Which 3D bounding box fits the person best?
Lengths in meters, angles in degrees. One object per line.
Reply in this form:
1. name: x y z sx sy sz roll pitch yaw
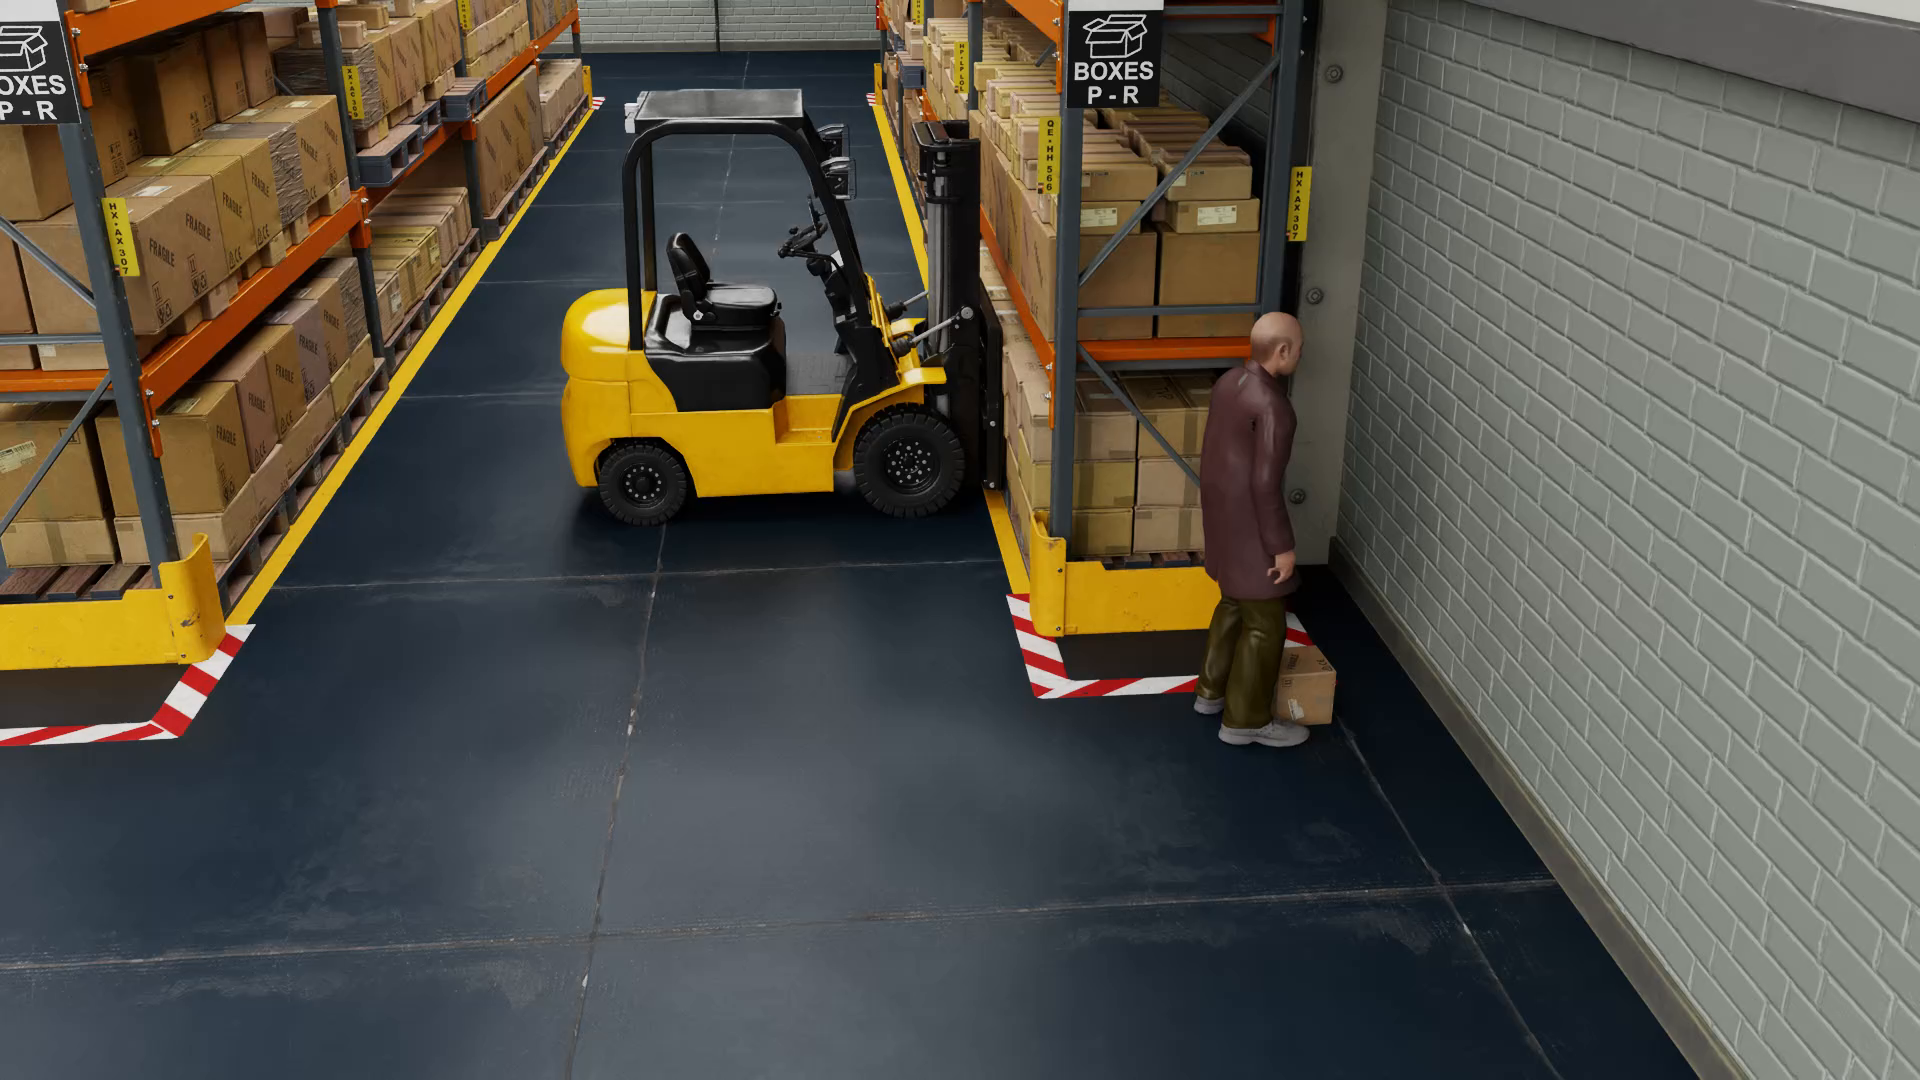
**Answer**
1. person: 1.189 -0.051 6.737 0.431 1.773 0.643 -5 24 -12
